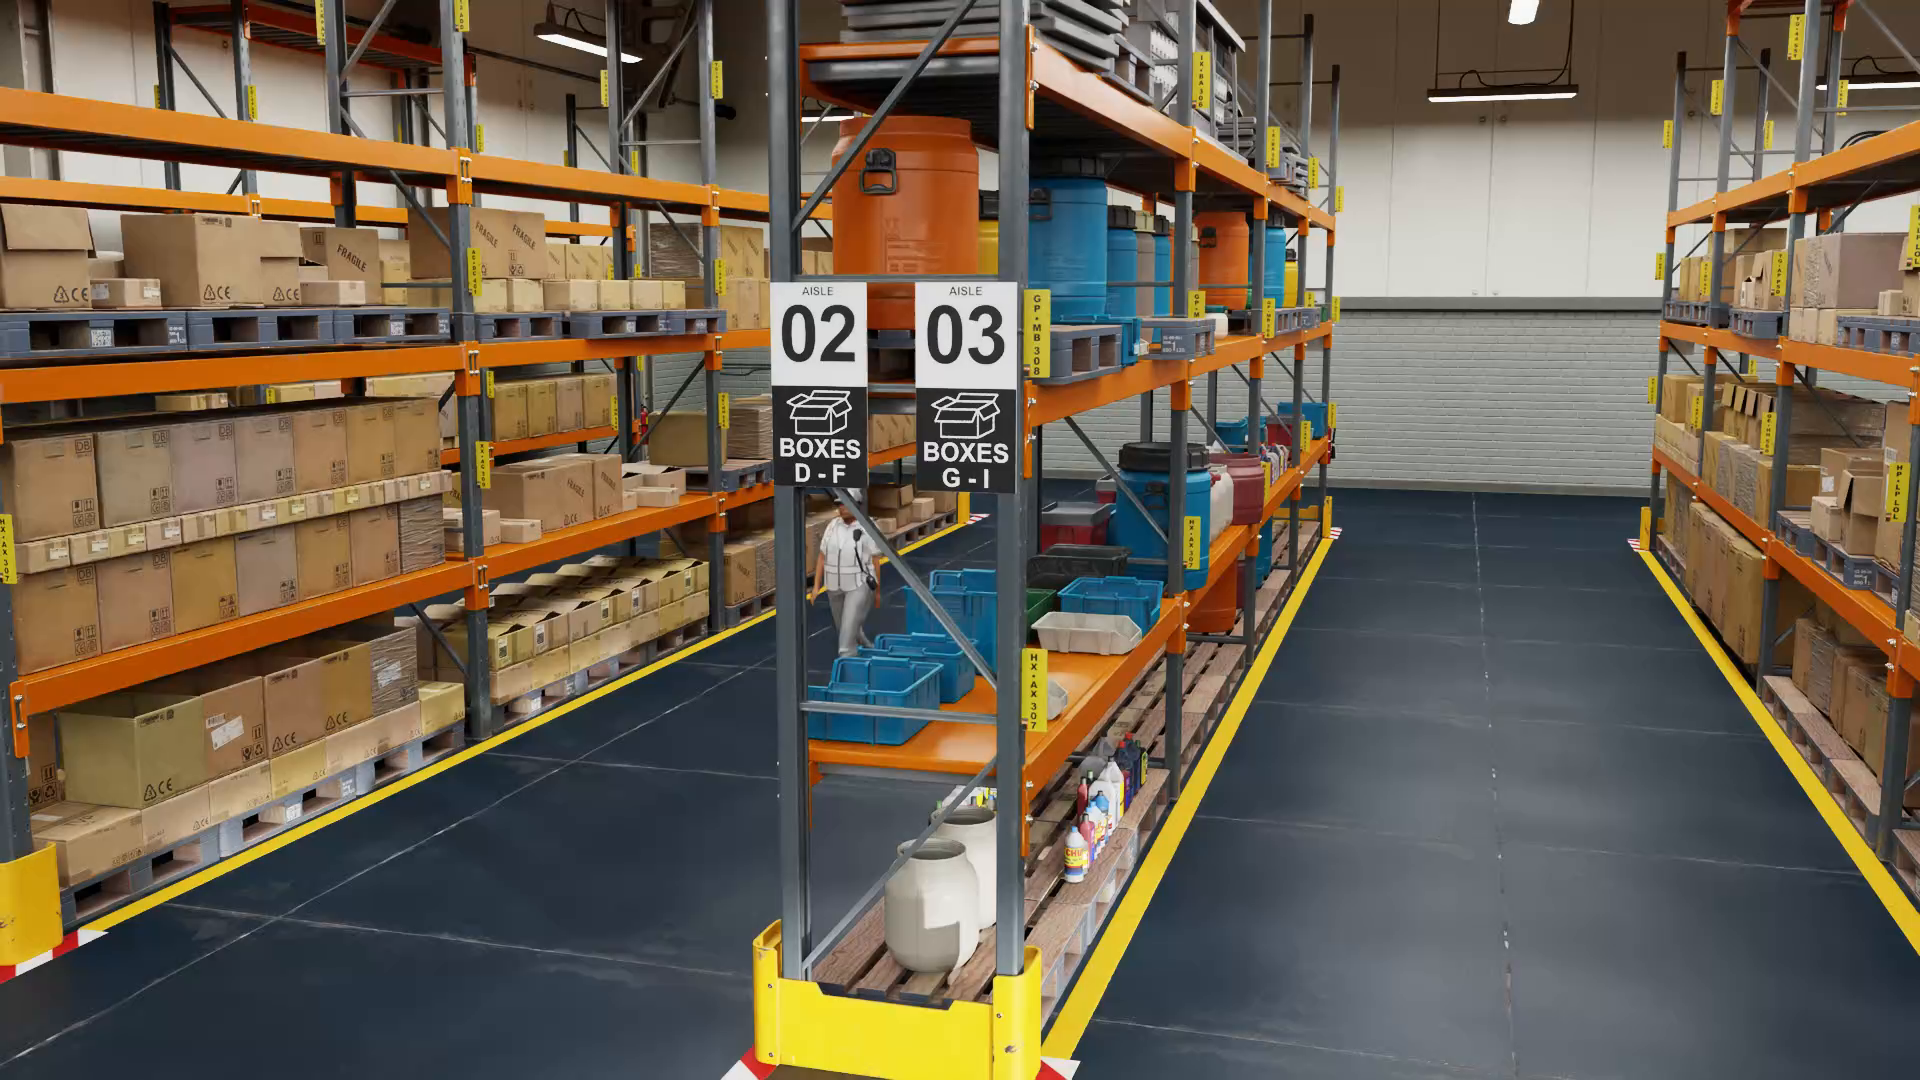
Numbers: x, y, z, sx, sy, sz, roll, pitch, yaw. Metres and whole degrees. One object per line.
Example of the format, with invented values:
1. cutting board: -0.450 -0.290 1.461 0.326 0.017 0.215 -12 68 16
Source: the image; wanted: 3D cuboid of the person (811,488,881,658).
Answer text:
1. person: -0.893 0.382 13.254 0.511 1.612 1.009 4 9 27
